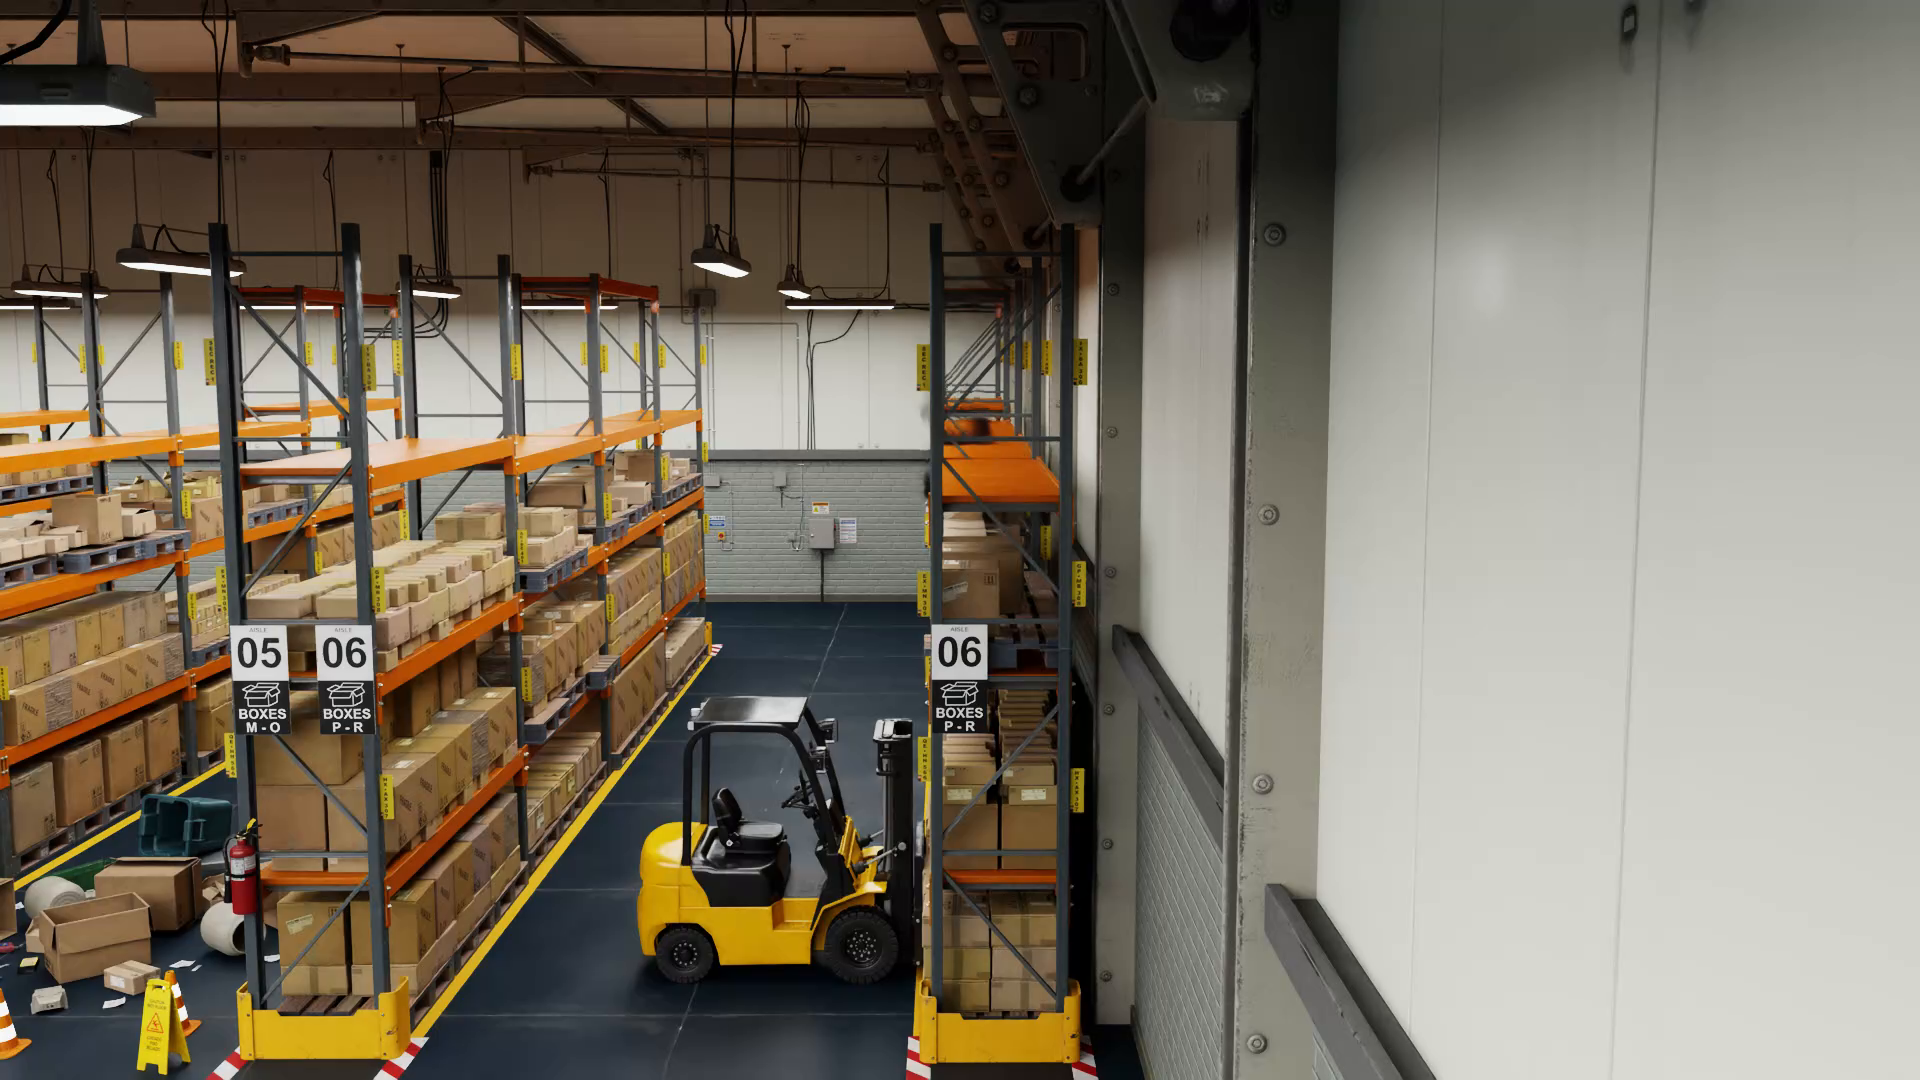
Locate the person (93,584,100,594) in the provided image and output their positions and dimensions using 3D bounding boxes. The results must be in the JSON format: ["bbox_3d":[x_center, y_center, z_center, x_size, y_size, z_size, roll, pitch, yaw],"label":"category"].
[{"bbox_3d":[-12.823,1.395,24.921,0.608,1.683,0.924,-1,7,-6],"label":"person"}]
